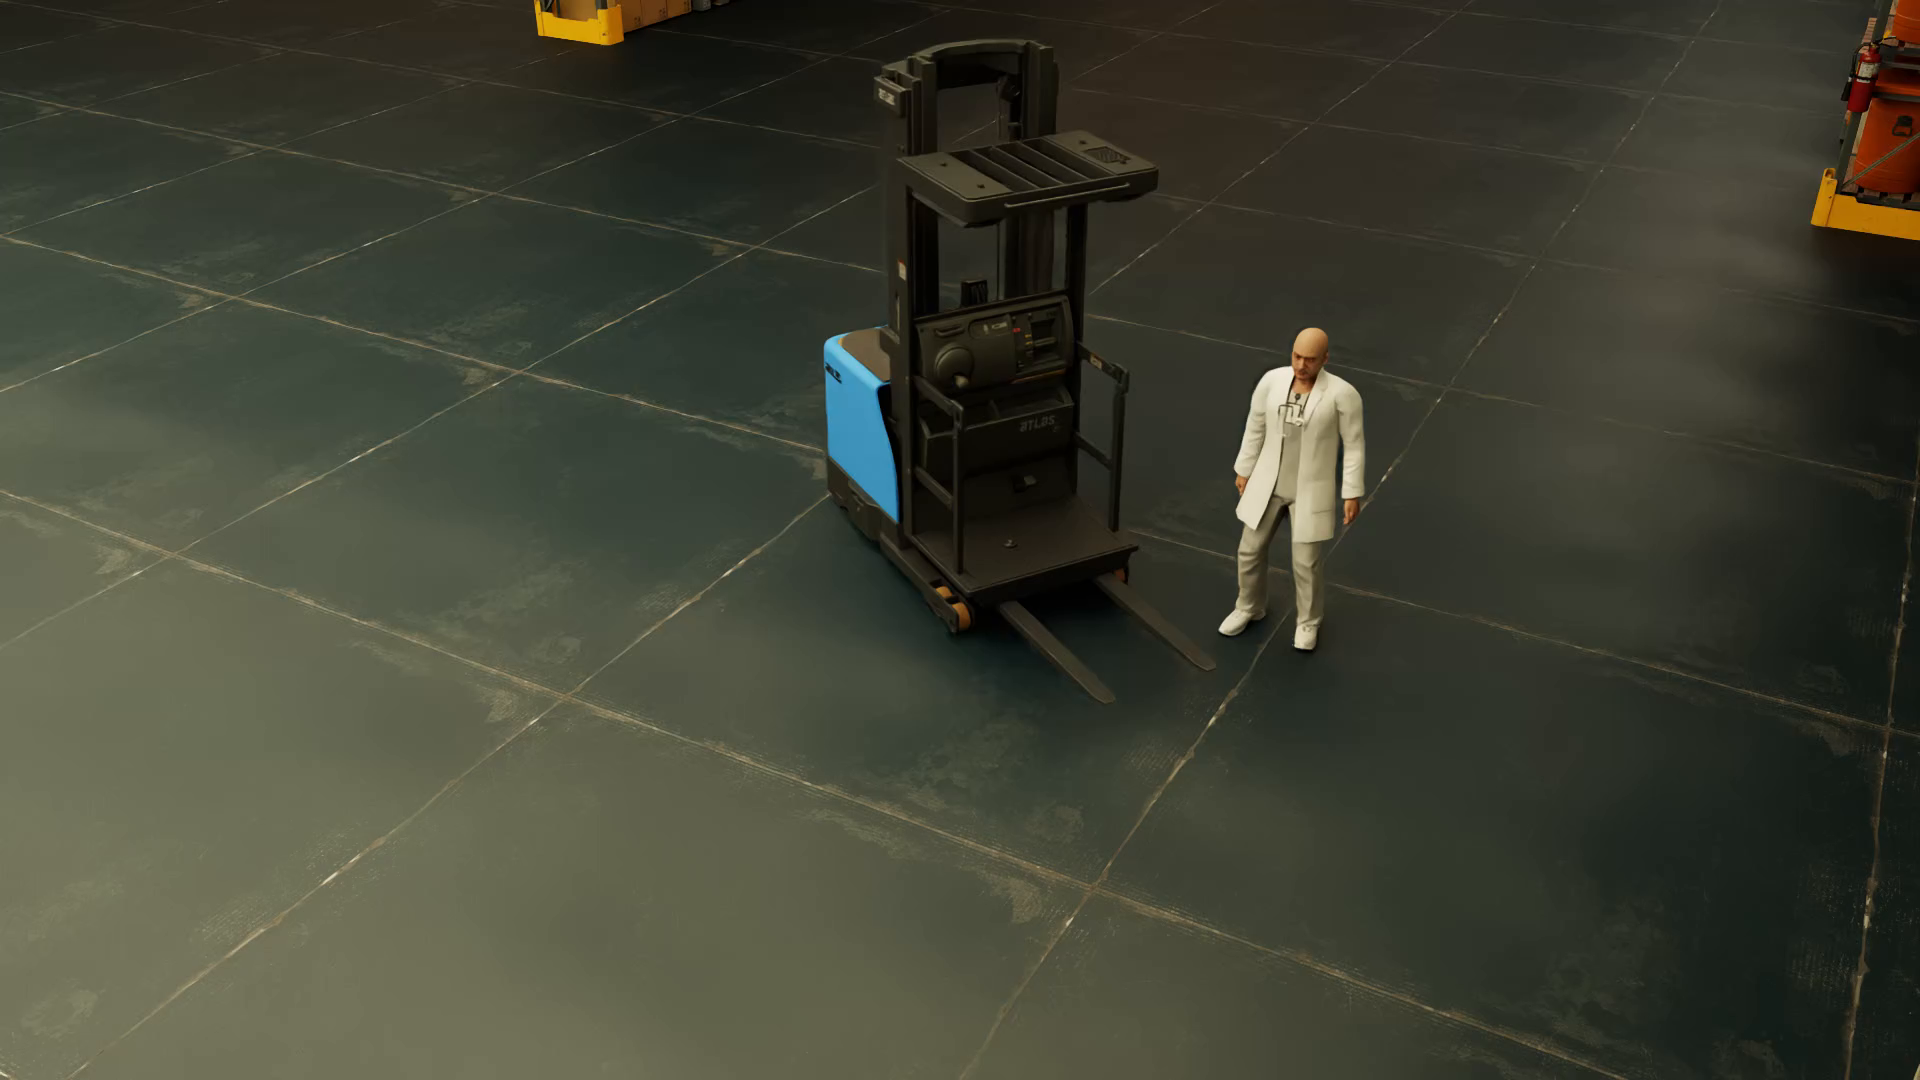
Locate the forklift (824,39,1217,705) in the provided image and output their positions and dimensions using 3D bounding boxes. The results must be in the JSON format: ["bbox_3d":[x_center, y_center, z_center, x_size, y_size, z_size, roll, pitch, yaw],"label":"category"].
[{"bbox_3d":[0.301,-1.017,8.833,1.130,2.935,3.031,-15,33,-24],"label":"forklift"}]

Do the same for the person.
[{"bbox_3d":[1.738,-0.260,8.694,0.724,1.766,0.440,17,34,26],"label":"person"}]
